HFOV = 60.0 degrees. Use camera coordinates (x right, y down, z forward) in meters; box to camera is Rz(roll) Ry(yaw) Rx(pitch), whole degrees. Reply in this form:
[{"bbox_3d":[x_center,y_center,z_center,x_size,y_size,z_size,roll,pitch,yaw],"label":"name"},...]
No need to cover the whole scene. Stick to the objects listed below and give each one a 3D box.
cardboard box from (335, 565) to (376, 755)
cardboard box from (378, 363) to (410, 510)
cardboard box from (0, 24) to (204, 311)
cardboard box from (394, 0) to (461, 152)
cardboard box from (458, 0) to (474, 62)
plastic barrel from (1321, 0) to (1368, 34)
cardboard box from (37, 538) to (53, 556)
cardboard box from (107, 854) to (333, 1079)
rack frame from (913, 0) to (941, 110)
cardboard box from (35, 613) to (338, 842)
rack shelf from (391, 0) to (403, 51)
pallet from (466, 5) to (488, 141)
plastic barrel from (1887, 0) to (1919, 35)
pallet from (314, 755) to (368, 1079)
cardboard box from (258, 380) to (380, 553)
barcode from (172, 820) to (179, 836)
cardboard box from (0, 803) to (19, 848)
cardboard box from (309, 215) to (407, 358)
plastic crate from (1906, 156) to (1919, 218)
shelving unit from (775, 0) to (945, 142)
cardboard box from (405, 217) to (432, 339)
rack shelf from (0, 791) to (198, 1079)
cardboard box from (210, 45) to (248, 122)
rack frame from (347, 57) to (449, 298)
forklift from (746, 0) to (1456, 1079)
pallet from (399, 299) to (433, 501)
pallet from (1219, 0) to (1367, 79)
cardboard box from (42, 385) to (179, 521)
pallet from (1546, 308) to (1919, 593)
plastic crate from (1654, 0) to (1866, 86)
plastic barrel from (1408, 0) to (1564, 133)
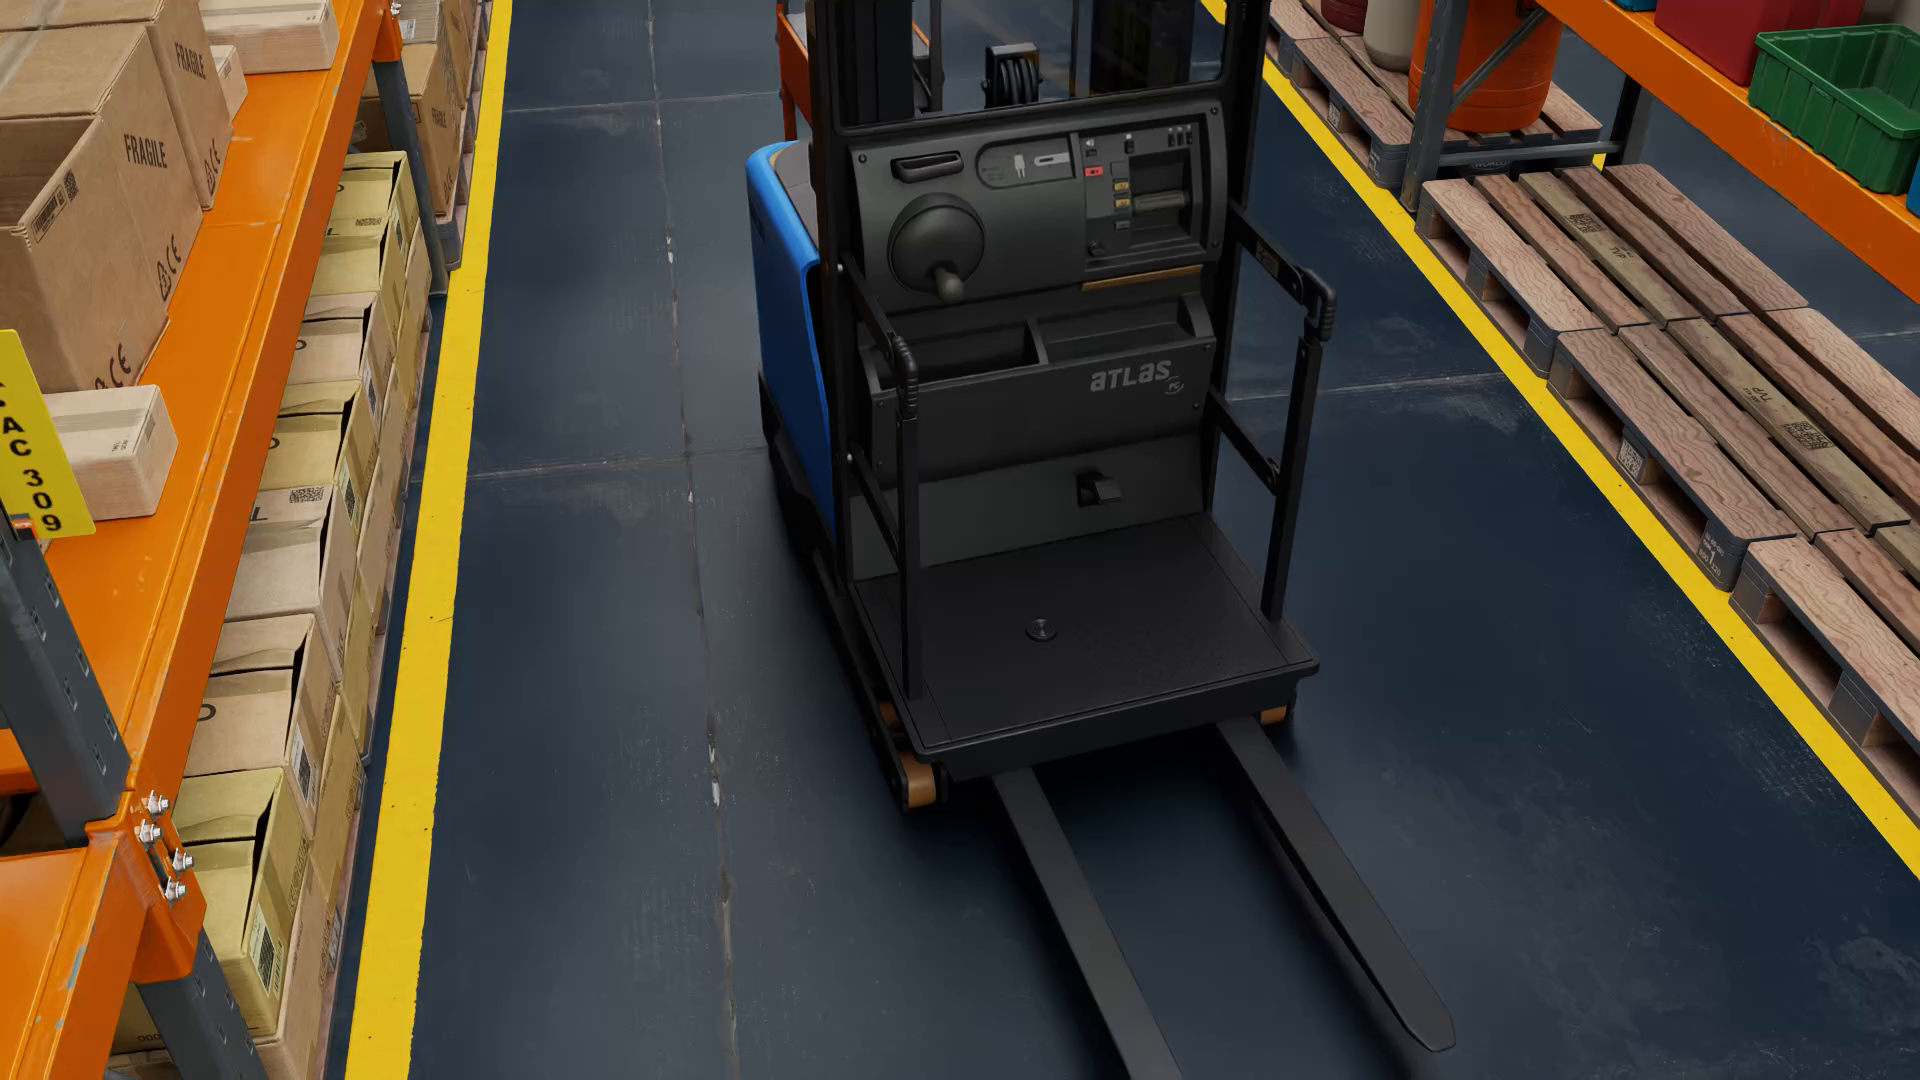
[{"bbox_3d":[-1.805,0.329,4.281,0.500,0.250,0.500,-7,38,-9],"label":"cardboard box"},{"bbox_3d":[-1.986,-0.289,5.076,0.500,0.250,0.500,-5,38,-7],"label":"cardboard box"},{"bbox_3d":[-2.095,-0.825,3.786,0.500,0.500,0.500,-6,38,-8],"label":"cardboard box"},{"bbox_3d":[-2.393,-1.923,6.960,0.500,0.500,0.500,-8,38,-10],"label":"cardboard box"},{"bbox_3d":[-2.573,-2.541,7.755,0.500,0.500,0.500,-7,38,-9],"label":"cardboard box"},{"bbox_3d":[2.079,-2.835,8.078,0.600,0.588,0.708,-6,38,-8],"label":"plastic barrel"},{"bbox_3d":[-1.926,0.067,2.841,0.500,0.250,0.500,-4,38,-5],"label":"cardboard box"},{"bbox_3d":[-1.623,0.950,3.481,0.500,0.250,0.500,-7,38,-9],"label":"cardboard box"},{"bbox_3d":[-0.251,-1.291,5.200,0.400,2.100,0.015,-11,39,-14],"label":"rack frame"},{"bbox_3d":[-1.706,0.420,3.707,0.500,0.311,0.500,-7,38,-8],"label":"cardboard box"},{"bbox_3d":[-2.848,-3.039,7.304,1.077,0.370,4.000,-6,38,-8],"label":"rack shelf"},{"bbox_3d":[-2.802,-2.205,7.916,1.003,0.211,1.213,-6,38,-8],"label":"pallet"},{"bbox_3d":[2.925,-1.590,4.740,0.433,0.535,0.433,0,38,0],"label":"plastic barrel"},{"bbox_3d":[-1.964,0.961,3.841,1.003,0.211,1.213,-6,38,-8],"label":"pallet"},{"bbox_3d":[-1.894,-0.206,4.512,0.500,0.311,0.500,-5,38,-7],"label":"cardboard box"},{"bbox_3d":[-1.431,0.536,3.012,0.001,0.075,0.075,-6,38,-8],"label":"barcode"},{"bbox_3d":[-2.150,0.785,3.236,0.500,0.311,0.500,-6,38,-8],"label":"cardboard box"},{"bbox_3d":[-2.066,-0.814,5.294,0.500,0.311,0.500,-7,38,-9],"label":"cardboard box"},{"bbox_3d":[2.581,-0.856,3.920,0.392,0.384,0.575,-6,38,-8],"label":"plastic crate"},{"bbox_3d":[-0.325,-1.434,5.384,0.431,2.100,0.503,-11,39,-14],"label":"shelving unit"},{"bbox_3d":[-2.165,-0.904,5.867,0.500,0.250,0.500,-5,38,-7],"label":"cardboard box"},{"bbox_3d":[-1.446,1.793,1.084,1.077,0.370,4.000,-6,38,-8],"label":"rack shelf"},{"bbox_3d":[-2.219,-1.252,4.621,0.380,0.149,0.250,-4,38,-5],"label":"cardboard box"},{"bbox_3d":[-2.498,-2.115,5.528,1.000,3.000,0.127,-6,38,-8],"label":"rack frame"},{"bbox_3d":[0.270,-0.736,3.809,1.130,2.935,3.031,-11,39,-14],"label":"forklift"},{"bbox_3d":[-2.392,-0.513,5.738,1.003,0.211,1.213,-6,38,-8],"label":"pallet"},{"bbox_3d":[1.990,-2.752,8.620,1.003,0.211,1.213,-6,38,-8],"label":"pallet"},{"bbox_3d":[-1.750,-0.157,3.212,0.380,0.149,0.250,-6,38,-8],"label":"cardboard box"},{"bbox_3d":[2.688,-0.337,5.512,1.003,0.211,1.213,-6,38,-8],"label":"pallet"},{"bbox_3d":[2.362,-1.662,4.893,0.402,0.464,0.583,-6,38,-8],"label":"plastic crate"},{"bbox_3d":[2.277,-2.248,7.126,0.600,0.830,0.708,-6,38,-8],"label":"plastic barrel"}]
